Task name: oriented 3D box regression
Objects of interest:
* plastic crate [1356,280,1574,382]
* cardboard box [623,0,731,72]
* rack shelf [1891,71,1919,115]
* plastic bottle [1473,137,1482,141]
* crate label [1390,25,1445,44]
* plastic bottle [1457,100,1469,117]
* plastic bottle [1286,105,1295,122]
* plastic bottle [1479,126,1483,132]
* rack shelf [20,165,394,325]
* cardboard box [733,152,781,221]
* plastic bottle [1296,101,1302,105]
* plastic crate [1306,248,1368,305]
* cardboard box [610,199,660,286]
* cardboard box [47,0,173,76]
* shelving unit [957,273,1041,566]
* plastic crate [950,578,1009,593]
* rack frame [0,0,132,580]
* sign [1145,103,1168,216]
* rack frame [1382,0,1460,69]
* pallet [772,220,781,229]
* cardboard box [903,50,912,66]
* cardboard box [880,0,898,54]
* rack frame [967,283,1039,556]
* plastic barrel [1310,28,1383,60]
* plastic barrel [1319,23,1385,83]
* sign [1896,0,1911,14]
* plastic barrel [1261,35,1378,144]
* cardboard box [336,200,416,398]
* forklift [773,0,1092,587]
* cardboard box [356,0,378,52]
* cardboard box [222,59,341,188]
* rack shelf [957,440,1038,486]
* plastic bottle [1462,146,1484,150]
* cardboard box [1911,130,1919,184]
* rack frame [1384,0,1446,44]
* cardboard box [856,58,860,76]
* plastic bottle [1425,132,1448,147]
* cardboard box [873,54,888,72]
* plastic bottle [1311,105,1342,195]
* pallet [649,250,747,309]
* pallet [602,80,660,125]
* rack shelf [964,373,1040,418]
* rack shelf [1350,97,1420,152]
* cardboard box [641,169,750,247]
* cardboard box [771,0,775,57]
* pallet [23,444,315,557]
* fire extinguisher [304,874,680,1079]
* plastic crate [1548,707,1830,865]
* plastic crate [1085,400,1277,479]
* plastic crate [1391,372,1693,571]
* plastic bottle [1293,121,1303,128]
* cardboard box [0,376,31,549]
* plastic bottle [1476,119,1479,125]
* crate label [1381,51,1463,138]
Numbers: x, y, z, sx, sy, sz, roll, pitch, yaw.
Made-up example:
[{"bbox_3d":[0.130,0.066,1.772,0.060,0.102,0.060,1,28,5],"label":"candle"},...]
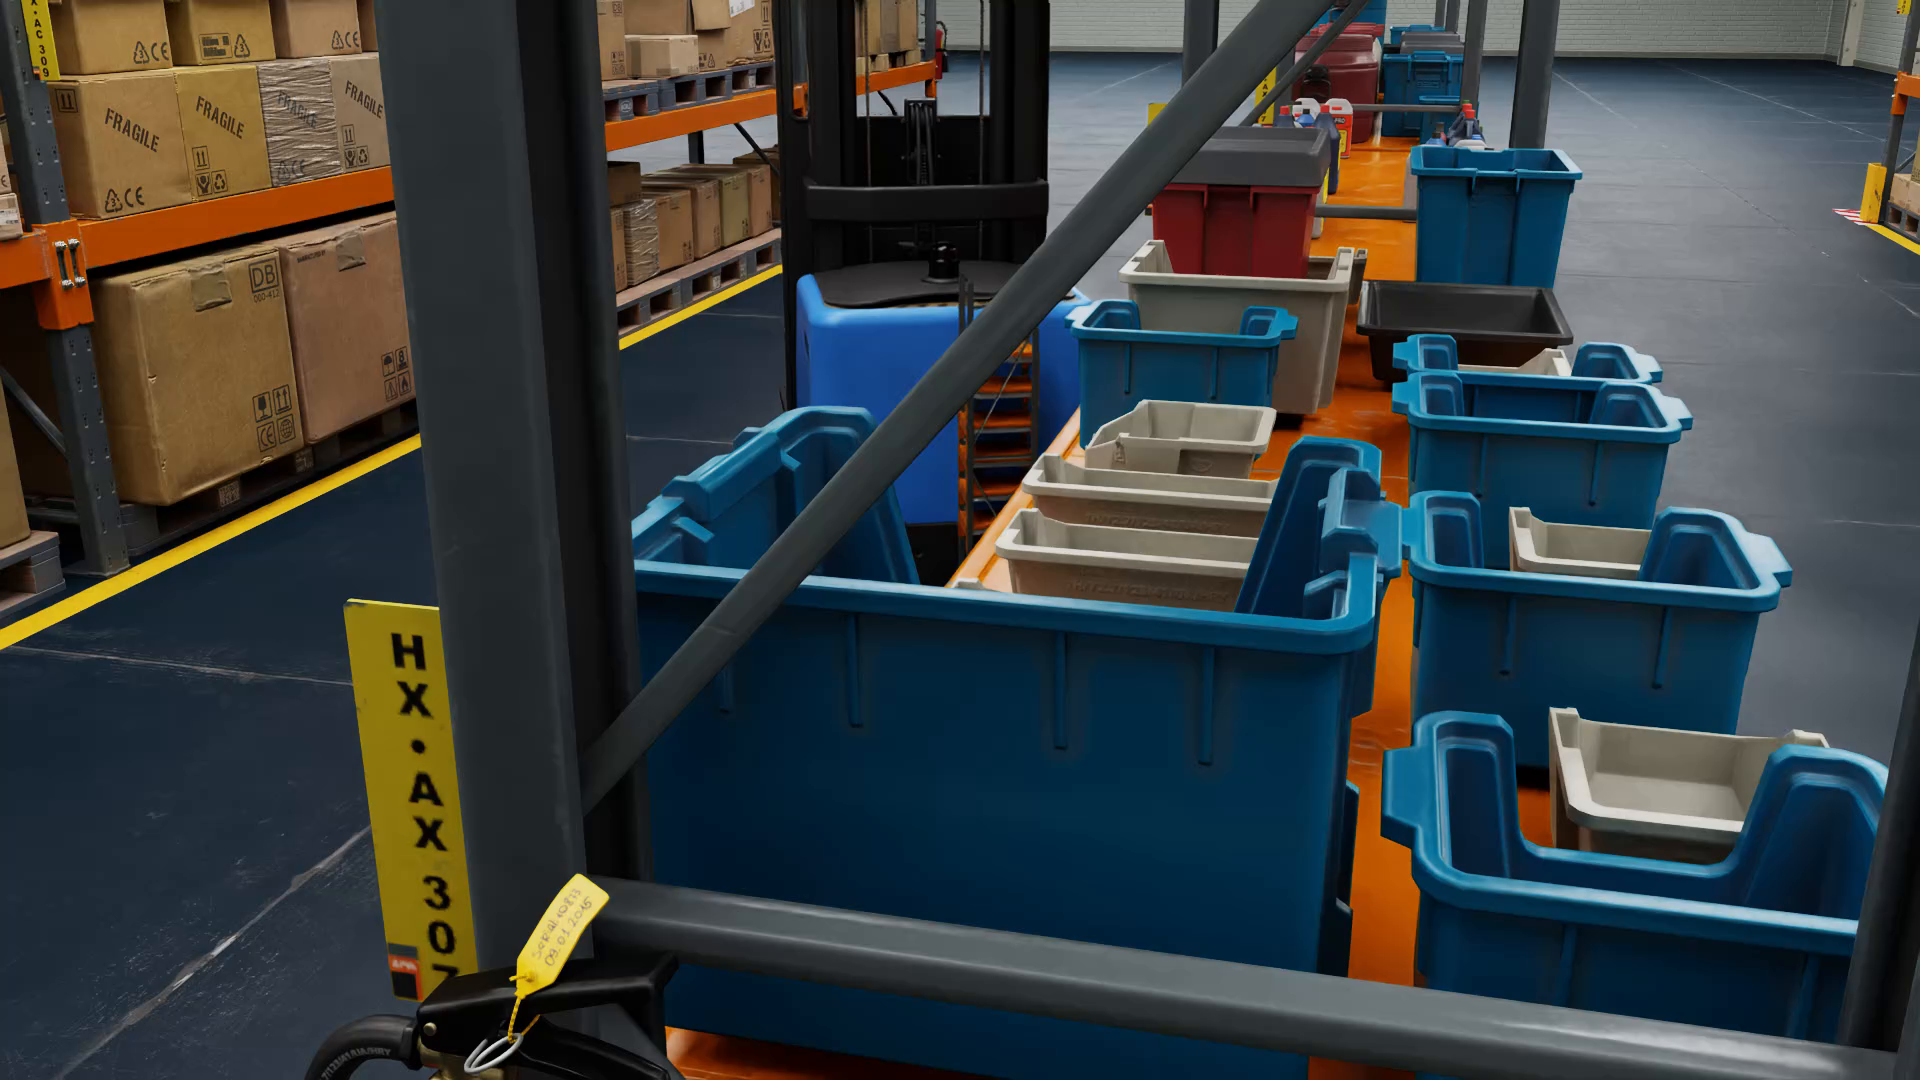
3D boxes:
[{"bbox_3d":[1.117,-0.465,3.740,0.437,0.125,0.590,5,19,13],"label":"plastic crate"},{"bbox_3d":[-2.052,-3.534,11.584,0.797,0.503,0.637,7,20,19],"label":"cardboard box"},{"bbox_3d":[8.376,-3.340,12.938,1.077,0.370,4.000,5,19,13],"label":"rack shelf"},{"bbox_3d":[1.951,-1.390,6.314,0.097,0.271,0.097,0,19,0],"label":"plastic bottle"},{"bbox_3d":[3.875,-4.118,14.049,0.502,0.435,0.616,5,19,13],"label":"crate label"},{"bbox_3d":[2.423,-1.976,8.014,0.061,0.283,0.133,5,19,13],"label":"plastic bottle"},{"bbox_3d":[1.499,-1.843,7.625,0.061,0.283,0.133,5,19,13],"label":"plastic bottle"},{"bbox_3d":[2.066,-1.519,6.673,0.061,0.283,0.133,5,19,13],"label":"plastic bottle"},{"bbox_3d":[-3.184,-1.616,7.891,1.077,0.370,4.000,5,19,13],"label":"rack shelf"},{"bbox_3d":[-1.581,-2.975,13.975,0.500,0.500,0.500,4,19,12],"label":"cardboard box"},{"bbox_3d":[1.634,-1.987,8.063,0.097,0.271,0.097,0,19,0],"label":"plastic bottle"},{"bbox_3d":[0.878,-0.707,4.433,0.396,0.136,0.243,5,19,13],"label":"plastic crate"},{"bbox_3d":[-2.428,-1.995,11.075,0.700,0.500,0.500,3,19,9],"label":"cardboard box"},{"bbox_3d":[-3.524,-2.052,6.349,0.797,0.503,0.637,4,19,12],"label":"cardboard box"},{"bbox_3d":[0.129,-0.308,5.733,0.258,1.200,0.189,-3,19,-8],"label":"shelving unit"},{"bbox_3d":[0.177,0.142,1.947,0.396,0.136,0.243,5,19,13],"label":"plastic crate"},{"bbox_3d":[-3.672,-1.330,5.940,1.000,3.000,0.127,5,19,13],"label":"rack frame"},{"bbox_3d":[0.597,-1.113,4.879,0.100,0.325,0.005,5,19,13],"label":"sign"},{"bbox_3d":[3.085,-3.446,12.136,1.000,3.000,0.127,5,19,13],"label":"rack frame"},{"bbox_3d":[-1.588,-2.731,14.356,1.003,0.211,1.213,5,19,13],"label":"pallet"},{"bbox_3d":[-0.683,-4.706,16.212,0.380,0.149,0.250,5,19,13],"label":"cardboard box"},{"bbox_3d":[-1.071,-4.789,15.453,0.875,0.500,0.500,5,19,13],"label":"cardboard box"},{"bbox_3d":[0.143,-0.279,5.647,0.240,1.200,0.006,-3,19,-8],"label":"rack frame"},{"bbox_3d":[2.354,-2.862,10.216,0.433,0.535,0.433,0,19,0],"label":"plastic barrel"},{"bbox_3d":[2.639,-3.228,11.286,0.433,0.535,0.433,0,19,0],"label":"plastic barrel"},{"bbox_3d":[8.328,-4.800,14.639,0.100,0.325,0.005,5,19,13],"label":"sign"},{"bbox_3d":[1.927,-2.426,8.939,0.600,0.536,0.708,5,19,13],"label":"plastic barrel"},{"bbox_3d":[-3.109,-1.283,8.441,1.225,0.875,0.875,5,19,14],"label":"cardboard box"},{"bbox_3d":[-0.226,-1.637,6.946,1.130,2.935,3.031,-3,19,-8],"label":"forklift"},{"bbox_3d":[-3.051,-2.673,8.167,0.797,0.503,0.637,5,20,15],"label":"cardboard box"},{"bbox_3d":[-3.073,-1.816,7.208,0.500,0.500,0.500,4,19,12],"label":"cardboard box"},{"bbox_3d":[0.129,-0.266,5.747,0.258,0.103,0.180,-3,19,-8],"label":"rack shelf"},{"bbox_3d":[1.839,-1.285,6.001,0.152,0.276,0.135,5,19,13],"label":"plastic bottle"},{"bbox_3d":[8.398,-3.252,14.013,0.500,0.500,0.500,5,19,13],"label":"cardboard box"},{"bbox_3d":[4.062,-4.700,15.806,1.000,3.000,0.127,5,19,13],"label":"rack frame"},{"bbox_3d":[-1.092,-4.156,14.602,0.380,0.149,0.250,5,19,13],"label":"cardboard box"},{"bbox_3d":[1.858,-1.462,6.526,0.097,0.271,0.097,0,19,0],"label":"plastic bottle"},{"bbox_3d":[-0.875,-4.388,15.282,0.380,0.149,0.250,5,19,13],"label":"cardboard box"},{"bbox_3d":[1.487,-1.604,6.821,0.144,0.351,0.185,5,19,13],"label":"plastic bottle"},{"bbox_3d":[-2.203,-1.890,11.894,1.003,0.211,1.213,5,19,13],"label":"pallet"},{"bbox_3d":[-2.624,-2.724,10.320,1.213,0.211,1.003,5,19,13],"label":"pallet"},{"bbox_3d":[0.129,-0.493,5.670,0.258,0.103,0.180,-3,19,-8],"label":"rack shelf"},{"bbox_3d":[2.596,-2.479,10.417,1.077,0.370,4.000,5,19,13],"label":"rack shelf"},{"bbox_3d":[-2.024,-2.524,12.622,0.700,0.500,0.500,5,19,13],"label":"cardboard box"},{"bbox_3d":[-1.548,-4.161,13.615,0.875,0.500,0.500,5,19,13],"label":"cardboard box"},{"bbox_3d":[-3.557,-0.258,7.116,1.003,0.211,1.213,5,19,13],"label":"pallet"},{"bbox_3d":[-0.324,0.540,1.163,0.296,0.674,0.183,5,19,13],"label":"fire extinguisher"},{"bbox_3d":[0.691,0.266,1.582,0.250,0.136,0.298,5,19,13],"label":"plastic crate"},{"bbox_3d":[0.360,-0.131,2.747,0.298,0.136,0.250,5,19,13],"label":"plastic crate"},{"bbox_3d":[0.854,-0.098,2.500,0.416,0.233,0.300,5,19,13],"label":"plastic crate"},{"bbox_3d":[1.350,-1.589,6.890,0.152,0.276,0.135,5,19,13],"label":"plastic bottle"},{"bbox_3d":[-3.911,-0.322,5.628,0.875,0.875,0.875,5,19,13],"label":"cardboard box"},{"bbox_3d":[2.143,-1.618,6.965,0.061,0.283,0.133,5,19,13],"label":"plastic bottle"},{"bbox_3d":[2.613,-2.499,9.308,0.502,0.435,0.616,5,19,13],"label":"crate label"}]
